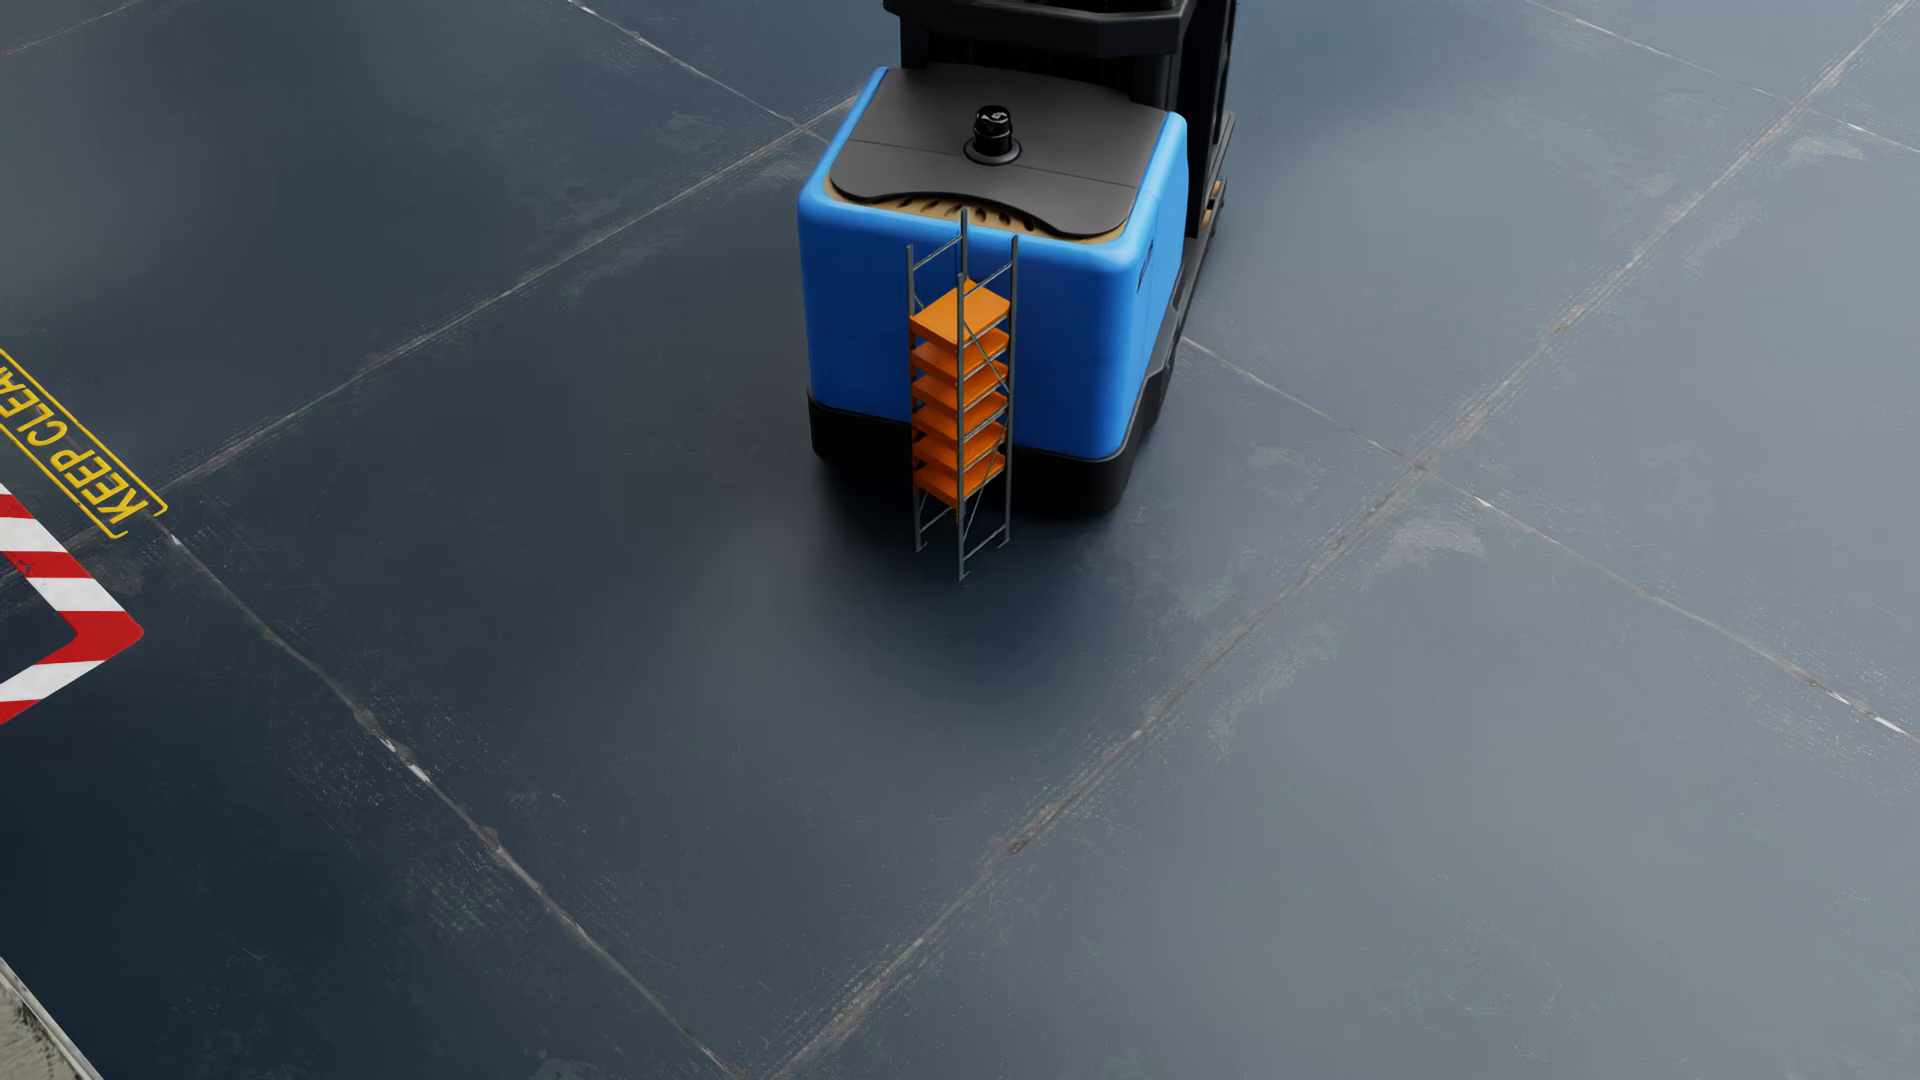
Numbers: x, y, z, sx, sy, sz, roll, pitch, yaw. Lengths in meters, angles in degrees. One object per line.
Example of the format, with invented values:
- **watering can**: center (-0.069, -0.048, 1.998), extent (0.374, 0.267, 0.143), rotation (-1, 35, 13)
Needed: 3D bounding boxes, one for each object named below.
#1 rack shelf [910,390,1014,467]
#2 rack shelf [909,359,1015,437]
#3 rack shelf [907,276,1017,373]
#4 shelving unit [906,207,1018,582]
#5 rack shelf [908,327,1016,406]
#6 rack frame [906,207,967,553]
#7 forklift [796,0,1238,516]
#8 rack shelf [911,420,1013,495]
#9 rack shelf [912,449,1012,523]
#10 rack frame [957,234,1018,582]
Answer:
- **rack shelf**: center (0.007, -0.359, 4.918), extent (0.180, 0.103, 0.258), rotation (33, 55, 27)
- **rack shelf**: center (0.007, -0.441, 4.831), extent (0.180, 0.103, 0.258), rotation (33, 55, 27)
- **rack shelf**: center (0.007, -0.605, 4.656), extent (0.180, 0.103, 0.258), rotation (33, 55, 27)
- **shelving unit**: center (0.007, -0.390, 4.886), extent (0.189, 1.200, 0.258), rotation (33, 55, 27)
- **rack shelf**: center (0.007, -0.523, 4.743), extent (0.180, 0.103, 0.258), rotation (33, 55, 27)
- **rack frame**: center (-0.061, -0.434, 4.928), extent (0.006, 1.200, 0.240), rotation (33, 55, 27)
- **forklift**: center (0.410, -2.179, 5.379), extent (1.130, 2.935, 3.031), rotation (12, 48, 11)
- **rack shelf**: center (0.007, -0.277, 5.006), extent (0.180, 0.103, 0.258), rotation (33, 55, 27)
- **rack shelf**: center (0.007, -0.195, 5.093), extent (0.180, 0.103, 0.258), rotation (33, 55, 27)
- **rack frame**: center (0.075, -0.345, 4.844), extent (0.006, 1.200, 0.240), rotation (33, 55, 27)
